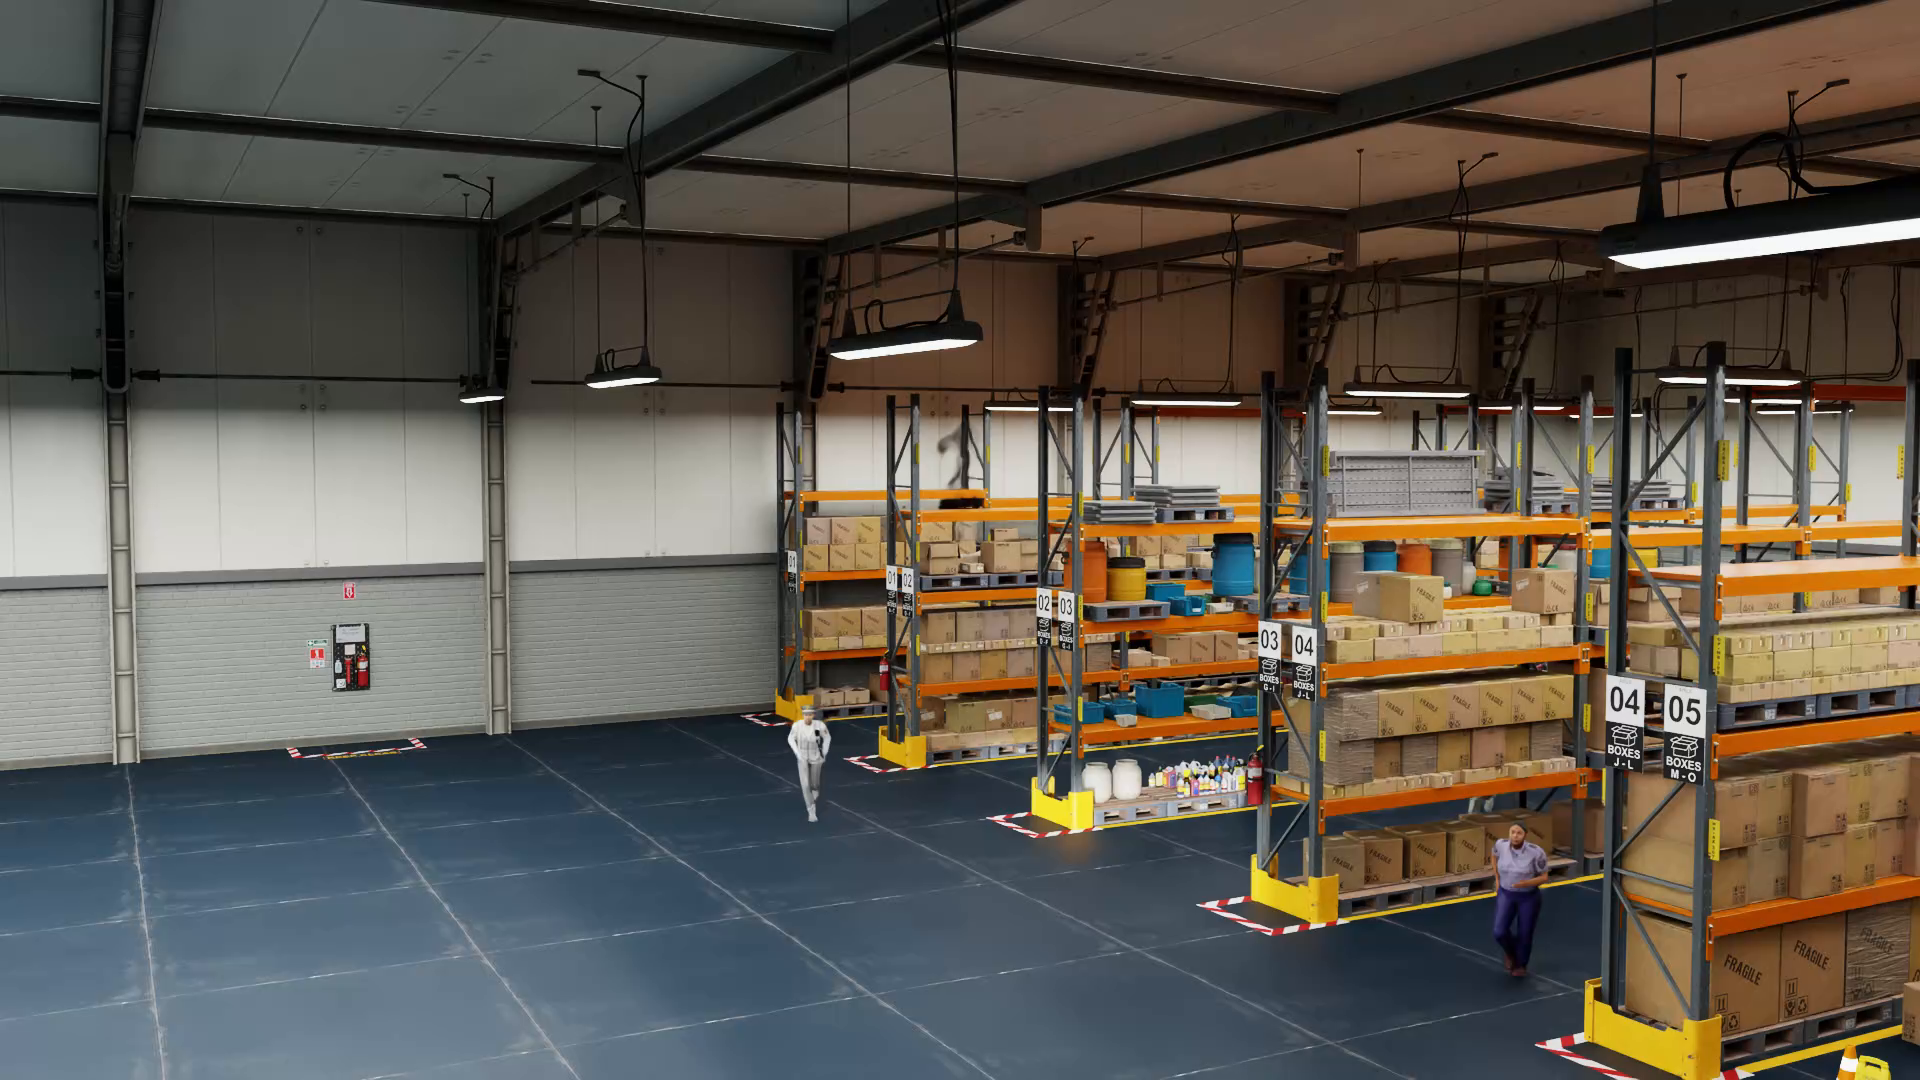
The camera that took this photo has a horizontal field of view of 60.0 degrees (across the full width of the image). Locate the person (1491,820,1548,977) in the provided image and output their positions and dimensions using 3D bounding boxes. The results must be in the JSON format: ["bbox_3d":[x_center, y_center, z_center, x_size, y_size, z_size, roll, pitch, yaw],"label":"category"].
[{"bbox_3d":[5.355,3.461,15.971,0.564,1.552,0.697,2,4,27],"label":"person"}]

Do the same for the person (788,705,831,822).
[{"bbox_3d":[-2.092,3.055,23.203,0.592,1.635,0.777,0,3,2],"label":"person"}]

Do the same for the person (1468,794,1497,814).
[{"bbox_3d":[7.114,3.010,22.657,0.918,1.764,0.712,-3,4,-40],"label":"person"}]
